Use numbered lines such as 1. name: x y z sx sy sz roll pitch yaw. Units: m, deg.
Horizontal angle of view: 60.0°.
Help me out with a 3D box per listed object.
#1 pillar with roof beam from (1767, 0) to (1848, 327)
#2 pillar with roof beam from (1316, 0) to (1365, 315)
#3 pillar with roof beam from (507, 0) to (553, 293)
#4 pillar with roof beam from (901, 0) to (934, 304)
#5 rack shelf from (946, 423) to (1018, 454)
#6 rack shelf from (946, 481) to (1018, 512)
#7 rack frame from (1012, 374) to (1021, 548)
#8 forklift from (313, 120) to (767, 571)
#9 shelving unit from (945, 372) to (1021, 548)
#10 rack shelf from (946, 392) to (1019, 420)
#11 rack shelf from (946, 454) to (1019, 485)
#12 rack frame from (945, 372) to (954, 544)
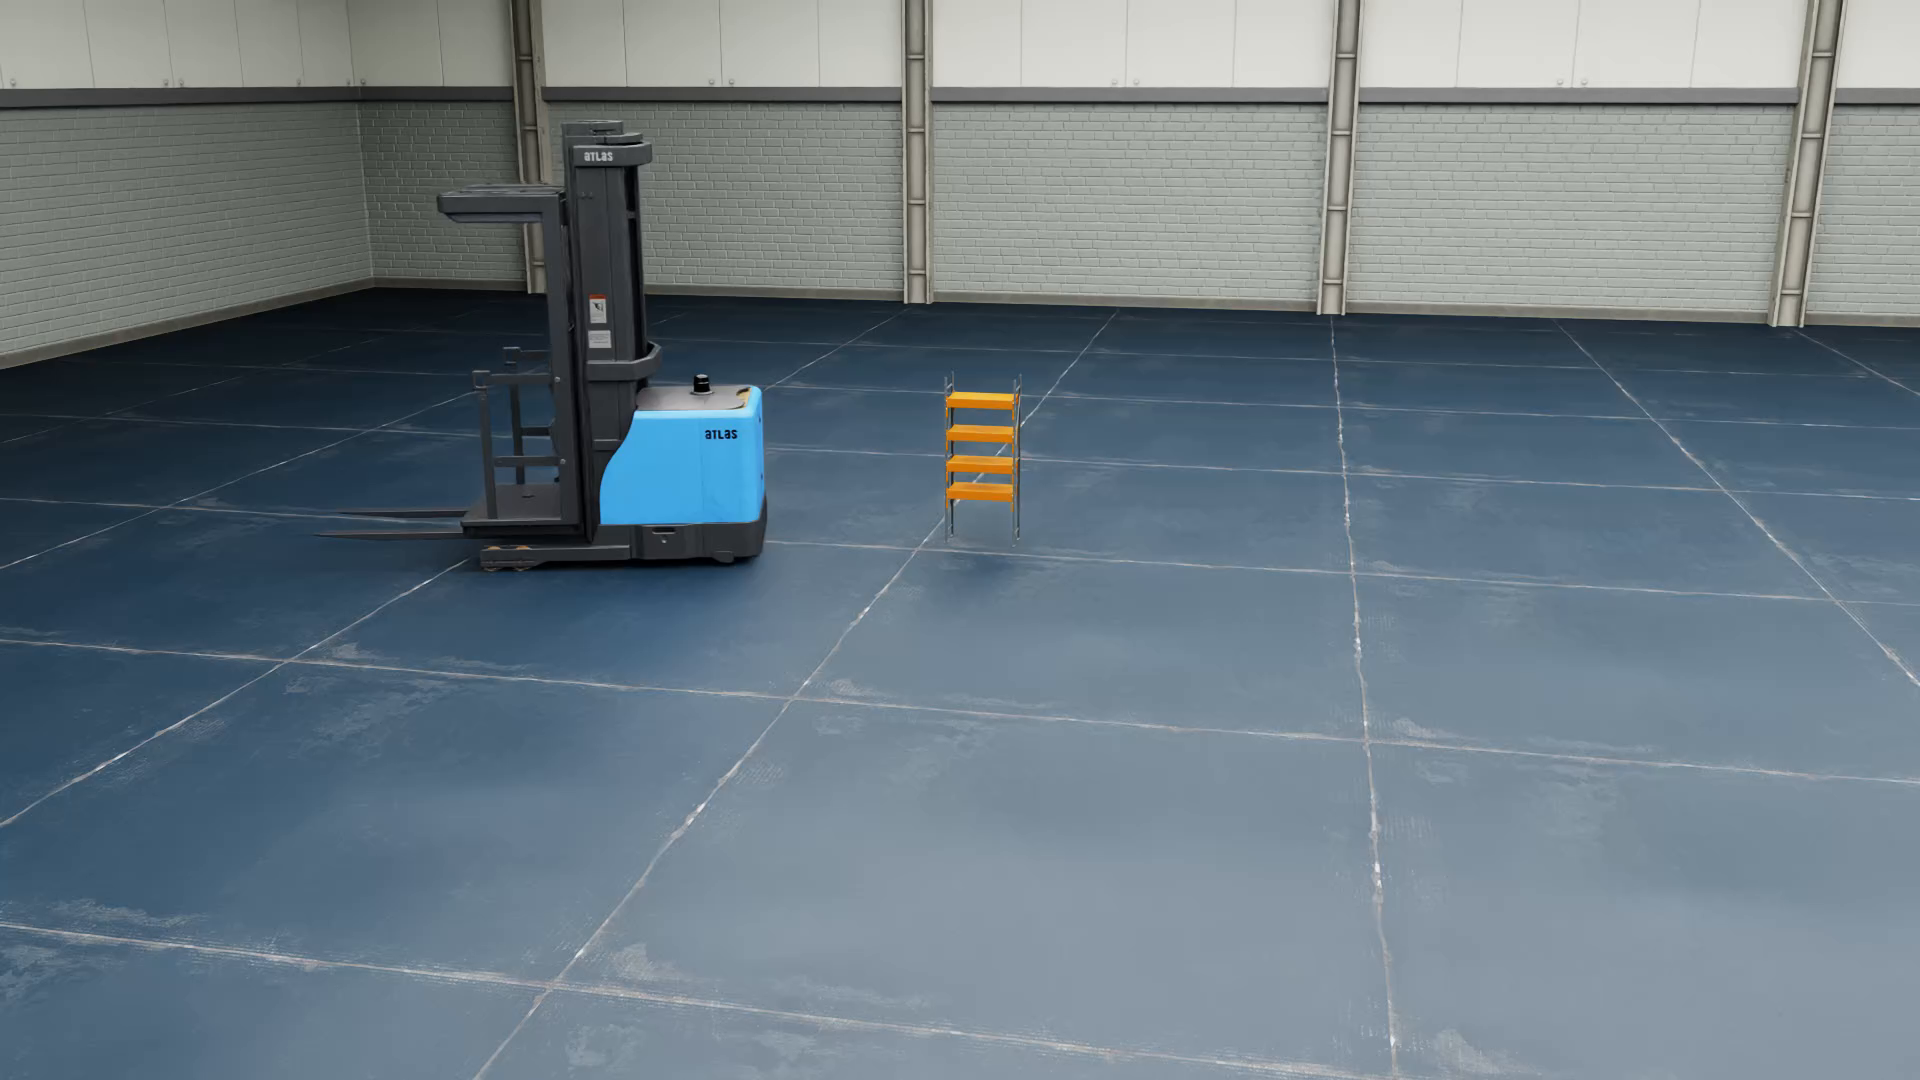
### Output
1. pillar with roof beam: 10.289 -6.114 17.206 0.400 9.000 9.100 3 16 11
2. pillar with roof beam: 4.410 -6.433 18.359 0.400 9.000 9.100 3 16 11
3. pillar with roof beam: -7.350 -7.071 20.663 0.400 9.000 9.100 3 16 11
4. pillar with roof beam: -1.470 -6.752 19.511 0.400 9.000 9.100 3 16 11
5. rack shelf: 0.162 -0.720 11.758 0.480 0.148 0.258 3 16 11
6. rack shelf: 0.162 -0.313 11.871 0.480 0.148 0.258 3 16 11
7. rack frame: 0.401 -0.556 11.753 0.015 1.200 0.240 3 16 11
8. forklift: -2.903 -1.346 11.362 3.031 2.935 1.130 -1 16 -3
9. shelving unit: 0.162 -0.569 11.800 0.503 1.200 0.258 3 16 11
10. rack shelf: 0.162 -0.948 11.695 0.480 0.148 0.258 3 16 11
11. rack shelf: 0.162 -0.505 11.818 0.480 0.148 0.258 3 16 11
12. rack frame: -0.077 -0.582 11.847 0.015 1.200 0.240 3 16 11
